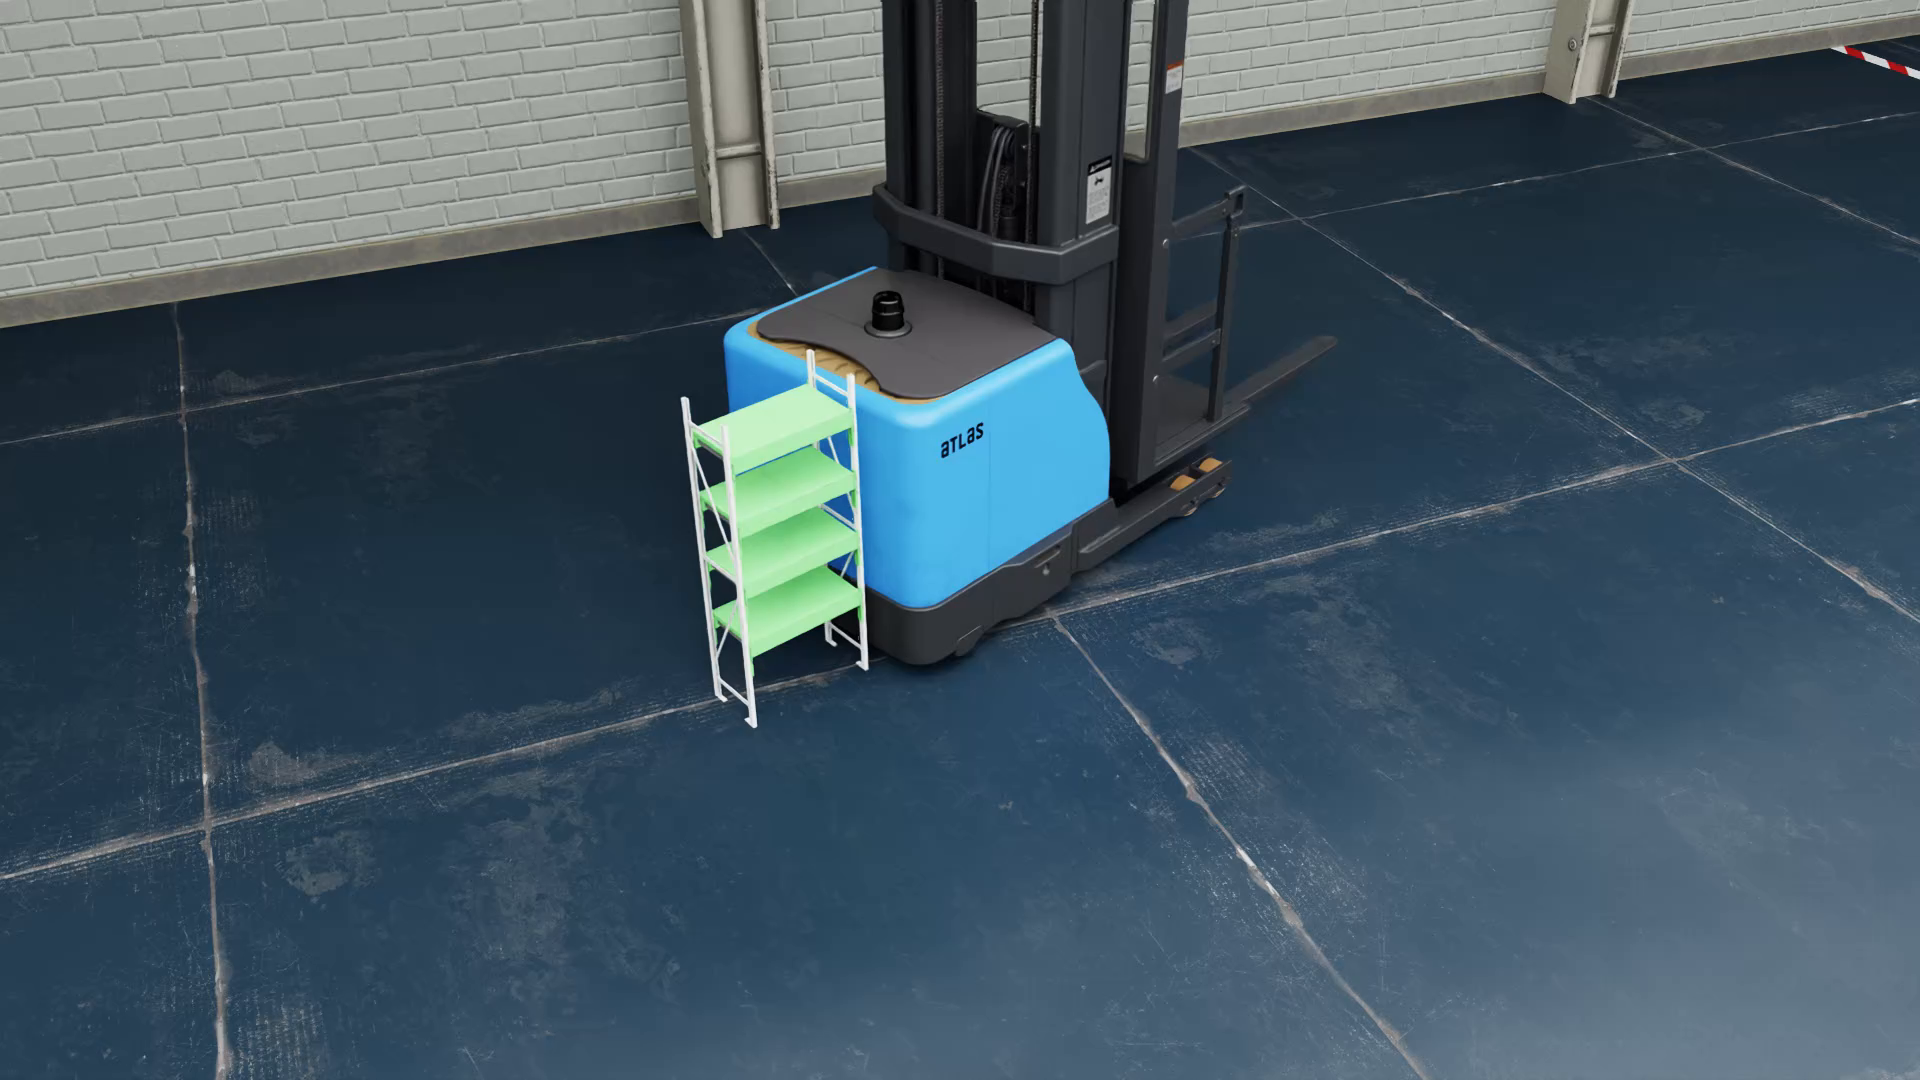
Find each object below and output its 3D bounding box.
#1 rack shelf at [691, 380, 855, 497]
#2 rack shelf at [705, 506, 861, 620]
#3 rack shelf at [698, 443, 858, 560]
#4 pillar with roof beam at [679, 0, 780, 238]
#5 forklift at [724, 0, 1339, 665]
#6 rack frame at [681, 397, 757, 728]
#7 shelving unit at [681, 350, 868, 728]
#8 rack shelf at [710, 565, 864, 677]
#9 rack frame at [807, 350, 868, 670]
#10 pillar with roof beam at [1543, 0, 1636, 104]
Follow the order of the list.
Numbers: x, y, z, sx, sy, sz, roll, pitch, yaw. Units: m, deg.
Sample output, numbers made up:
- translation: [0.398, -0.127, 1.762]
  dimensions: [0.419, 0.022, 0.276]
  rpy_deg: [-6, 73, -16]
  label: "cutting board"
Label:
- translation: [-0.608, -0.336, 5.395]
  dimensions: [0.480, 0.148, 0.258]
  rpy_deg: [-26, 41, -32]
  label: "rack shelf"
- translation: [-0.604, 0.063, 5.662]
  dimensions: [0.480, 0.148, 0.258]
  rpy_deg: [-26, 41, -32]
  label: "rack shelf"
- translation: [-0.606, -0.136, 5.528]
  dimensions: [0.480, 0.148, 0.258]
  rpy_deg: [-26, 41, -32]
  label: "rack shelf"
- translation: [0.399, -3.425, 3.762]
  dimensions: [0.400, 9.000, 9.100]
  rpy_deg: [-13, 35, -19]
  label: "pillar with roof beam"
- translation: [0.504, -1.498, 6.365]
  dimensions: [1.130, 2.935, 3.031]
  rpy_deg: [27, 42, 35]
  label: "forklift"
- translation: [-0.790, 0.099, 5.495]
  dimensions: [0.015, 1.200, 0.240]
  rpy_deg: [-26, 41, -32]
  label: "rack frame"
- translation: [-0.605, 0.010, 5.626]
  dimensions: [0.503, 1.200, 0.258]
  rpy_deg: [-26, 41, -32]
  label: "shelving unit"
- translation: [-0.603, 0.262, 5.796]
  dimensions: [0.480, 0.148, 0.258]
  rpy_deg: [-26, 41, -32]
  label: "rack shelf"
- translation: [-0.420, -0.080, 5.757]
  dimensions: [0.015, 1.200, 0.240]
  rpy_deg: [-26, 41, -32]
  label: "rack frame"
- translation: [5.932, -4.691, 5.709]
  dimensions: [0.400, 9.000, 9.100]
  rpy_deg: [-13, 35, -19]
  label: "pillar with roof beam"
